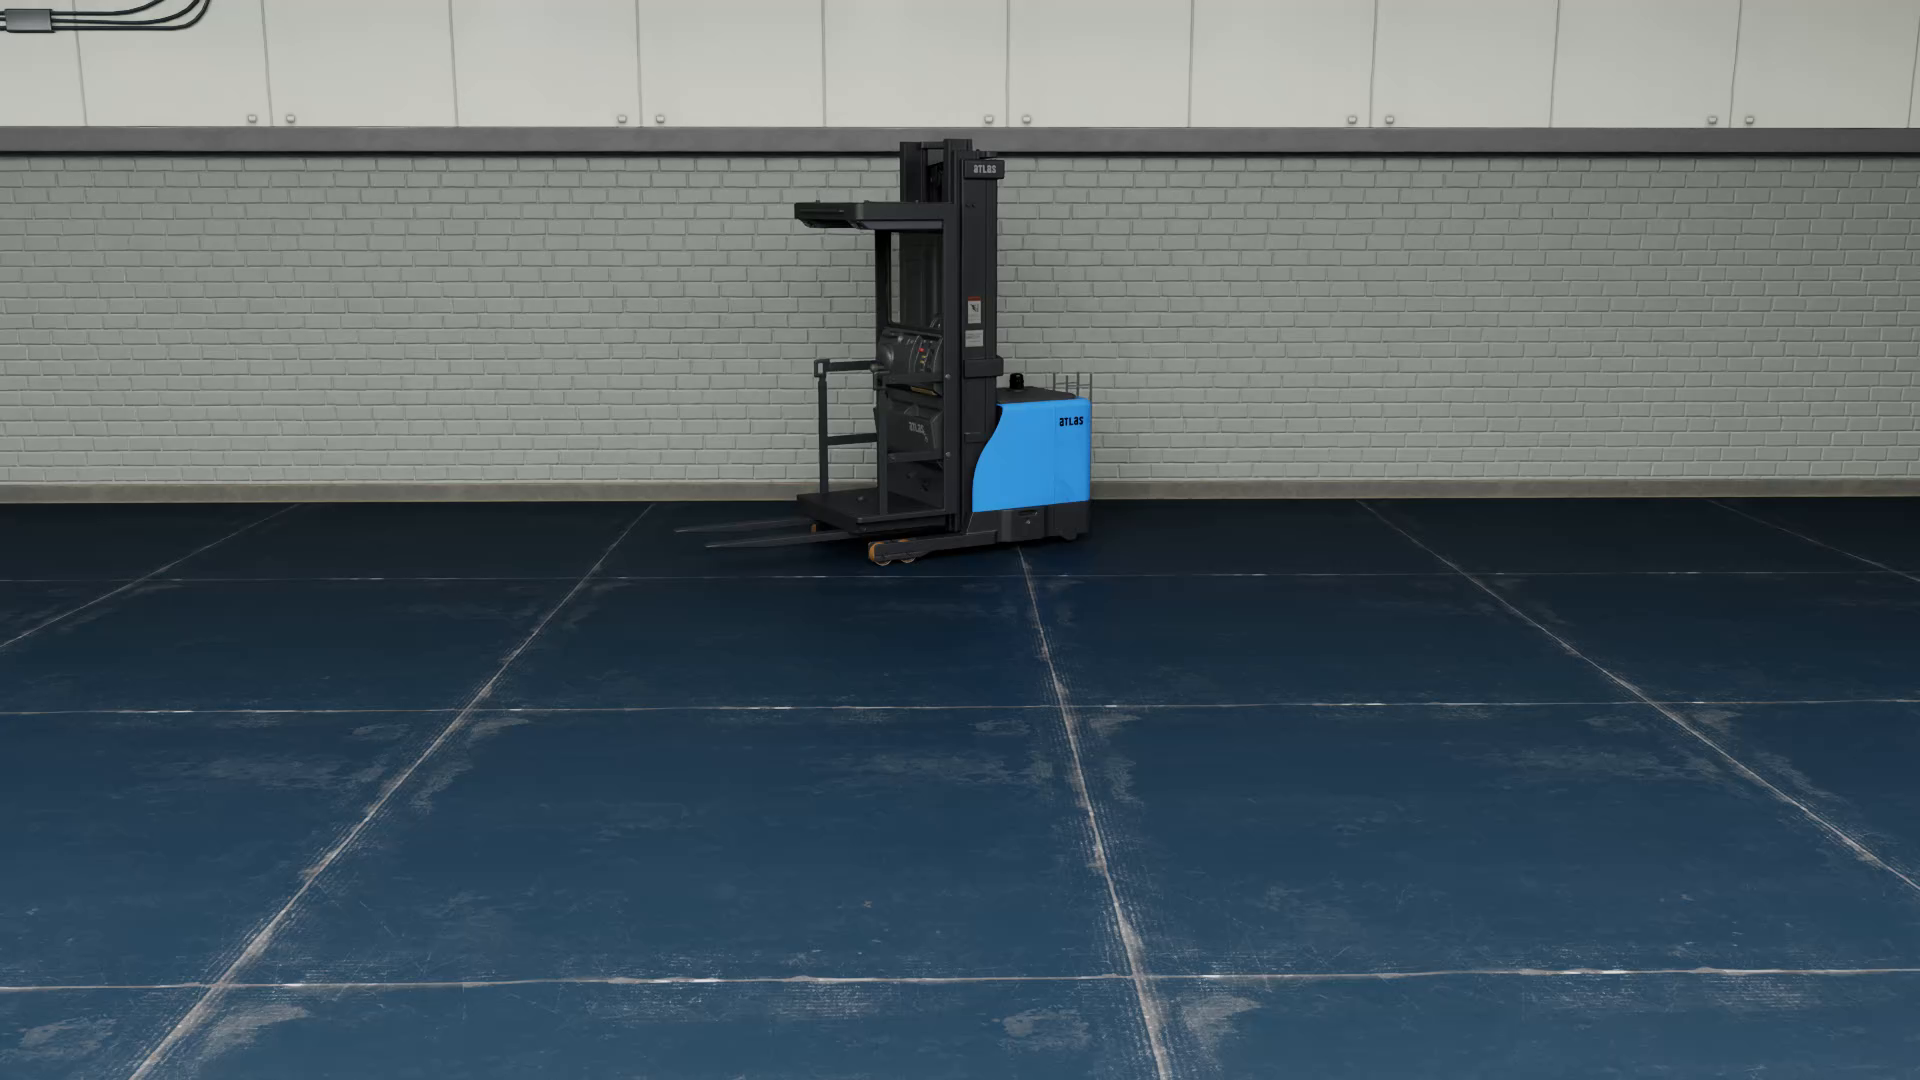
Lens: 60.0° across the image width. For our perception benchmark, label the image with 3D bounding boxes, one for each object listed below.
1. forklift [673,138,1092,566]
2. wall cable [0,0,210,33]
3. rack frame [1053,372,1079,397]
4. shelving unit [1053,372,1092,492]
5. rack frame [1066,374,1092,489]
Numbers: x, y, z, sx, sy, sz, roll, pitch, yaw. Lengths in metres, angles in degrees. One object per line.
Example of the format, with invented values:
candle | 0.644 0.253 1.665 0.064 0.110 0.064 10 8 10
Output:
forklift | -0.549 -1.376 11.969 3.031 2.935 1.130 -6 13 -28
wall cable | -7.104 -6.383 12.837 2.305 6.003 0.169 0 11 -1
rack frame | 0.827 -0.716 13.069 0.240 1.200 0.006 -6 13 -28
shelving unit | 0.872 -0.700 12.991 0.258 1.200 0.189 -6 13 -28
rack frame | 0.916 -0.684 12.912 0.240 1.200 0.006 -6 13 -28
